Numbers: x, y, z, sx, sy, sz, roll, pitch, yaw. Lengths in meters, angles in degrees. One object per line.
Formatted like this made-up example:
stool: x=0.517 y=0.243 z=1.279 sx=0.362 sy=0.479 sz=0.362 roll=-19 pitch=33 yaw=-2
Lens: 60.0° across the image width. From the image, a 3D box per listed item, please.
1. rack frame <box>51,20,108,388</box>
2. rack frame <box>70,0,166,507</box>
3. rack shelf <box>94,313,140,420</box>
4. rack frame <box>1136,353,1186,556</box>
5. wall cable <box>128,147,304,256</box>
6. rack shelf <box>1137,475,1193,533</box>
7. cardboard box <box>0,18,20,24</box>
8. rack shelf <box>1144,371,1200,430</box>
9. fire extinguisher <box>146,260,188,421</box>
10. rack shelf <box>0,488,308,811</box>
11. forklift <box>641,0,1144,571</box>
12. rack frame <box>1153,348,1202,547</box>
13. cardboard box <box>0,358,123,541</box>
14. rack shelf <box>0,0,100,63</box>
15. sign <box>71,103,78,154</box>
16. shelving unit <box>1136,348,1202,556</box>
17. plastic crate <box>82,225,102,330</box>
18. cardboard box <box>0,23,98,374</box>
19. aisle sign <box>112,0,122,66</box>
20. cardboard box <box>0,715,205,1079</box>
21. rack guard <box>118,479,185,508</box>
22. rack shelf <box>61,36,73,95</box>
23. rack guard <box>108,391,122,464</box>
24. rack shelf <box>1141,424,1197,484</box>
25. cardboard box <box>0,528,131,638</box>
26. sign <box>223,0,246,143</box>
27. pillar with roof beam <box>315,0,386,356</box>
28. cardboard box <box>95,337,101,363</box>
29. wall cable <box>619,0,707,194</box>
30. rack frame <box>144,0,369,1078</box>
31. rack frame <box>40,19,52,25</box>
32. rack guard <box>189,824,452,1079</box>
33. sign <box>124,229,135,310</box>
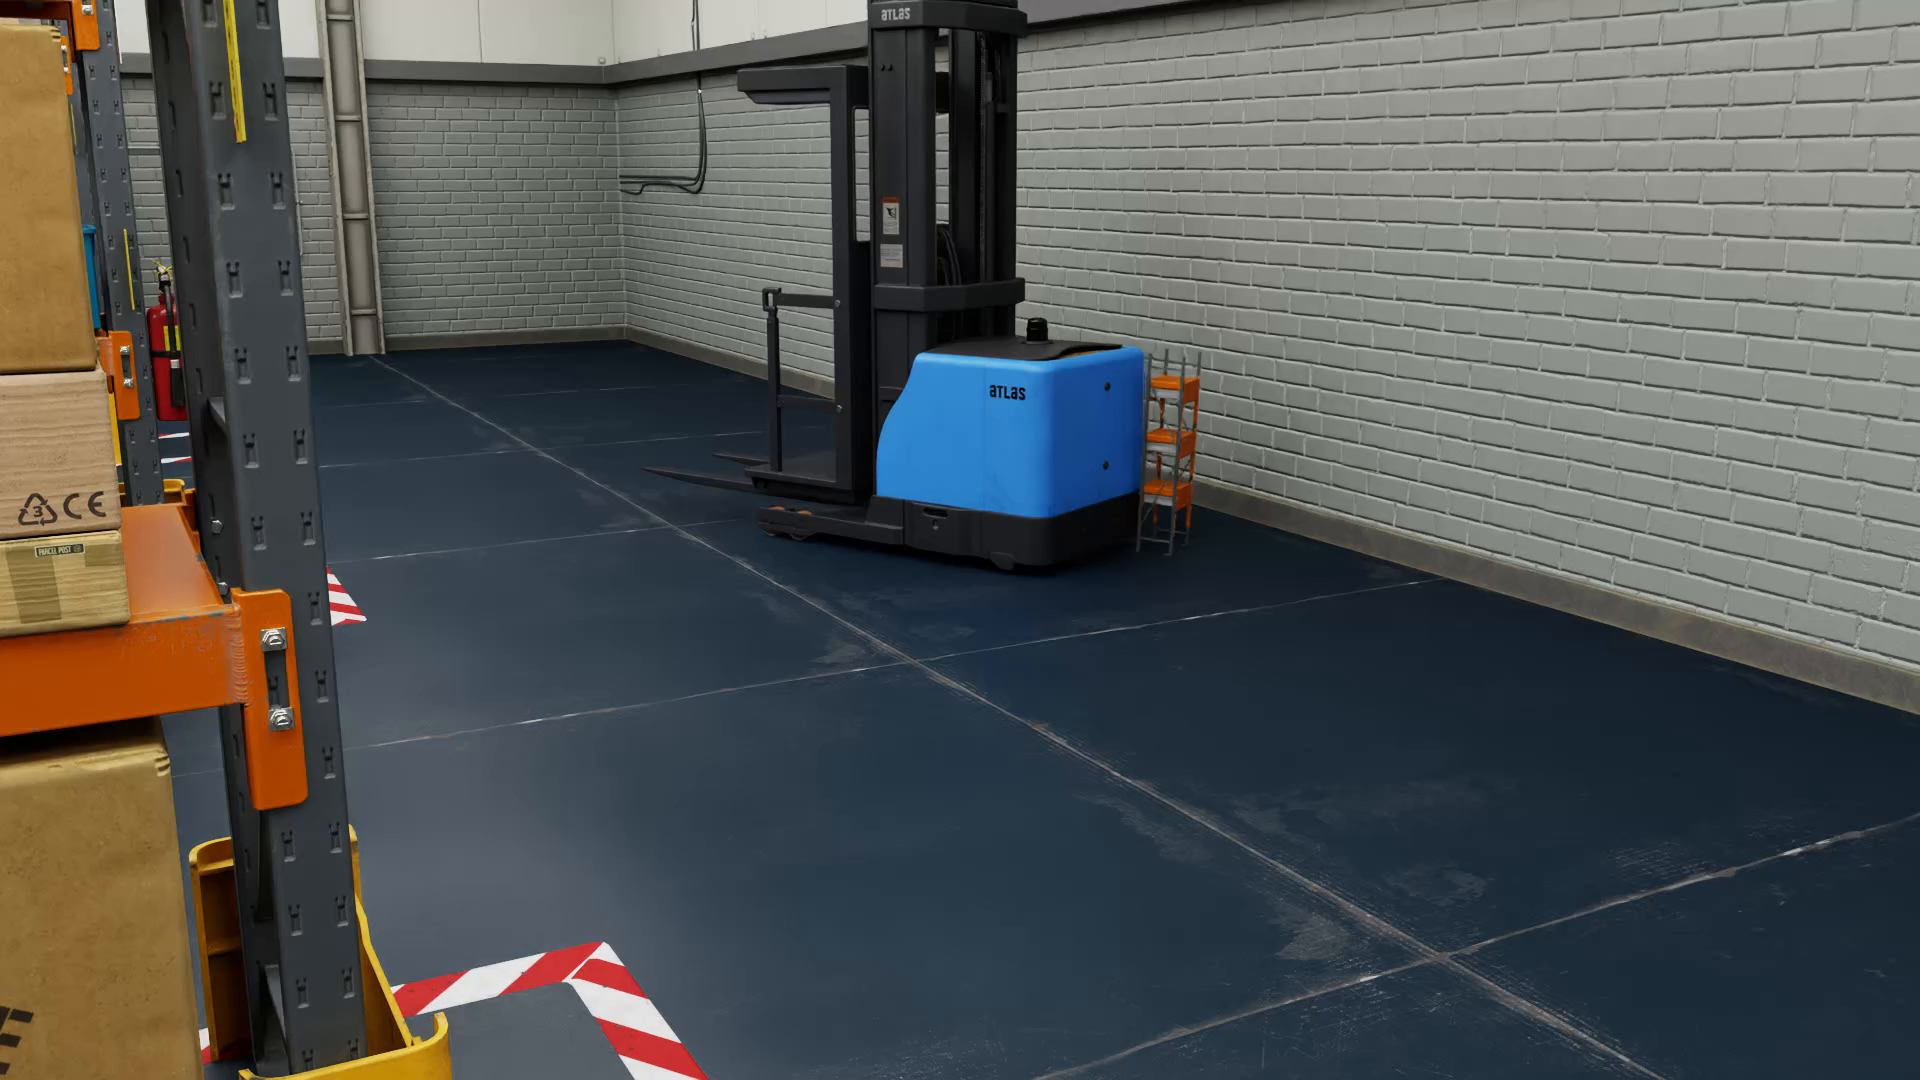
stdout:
rack frame: x=-6.084 y=-2.098 z=11.600 sx=0.127 sy=3.000 sz=1.000 roll=-7 pitch=14 yaw=-28
rack frame: x=-3.714 y=-1.143 z=7.356 sx=0.127 sy=3.000 sz=1.000 roll=-7 pitch=14 yaw=-28
rack shelf: x=-5.469 y=-0.582 z=6.500 sx=4.000 sy=0.370 sz=1.077 roll=-7 pitch=14 yaw=-28
rack frame: x=1.044 y=-0.440 z=8.654 sx=0.200 sy=1.050 sz=0.008 roll=9 pitch=16 yaw=26
wall cable: x=-7.790 y=-3.865 z=17.137 sx=1.851 sy=1.984 sz=0.084 roll=-7 pitch=14 yaw=-28
rack shelf: x=1.090 y=-0.185 z=8.830 sx=0.215 sy=0.259 sz=0.240 roll=9 pitch=16 yaw=26
cardboard box: x=-6.408 y=-3.383 z=10.821 sx=0.500 sy=0.250 sz=0.500 roll=-7 pitch=14 yaw=-28
rack shelf: x=1.110 y=-0.730 z=8.694 sx=0.215 sy=0.259 sz=0.240 roll=9 pitch=16 yaw=26
fire extinguisher: x=-3.363 y=-0.852 z=7.087 sx=0.183 sy=0.674 sz=0.296 roll=-7 pitch=14 yaw=-28
rack shelf: x=-3.096 y=0.373 z=2.259 sx=4.000 sy=0.370 sz=1.077 roll=-7 pitch=14 yaw=-28
forklift: x=-0.504 y=-1.511 z=9.146 sx=3.031 sy=2.935 sz=1.130 roll=9 pitch=16 yaw=35
rack frame: x=1.156 y=-0.489 z=8.866 sx=0.200 sy=1.050 sz=0.008 roll=9 pitch=16 yaw=26
cardboard box: x=-1.639 y=-0.158 z=2.645 sx=0.500 sy=0.250 sz=0.500 roll=-7 pitch=15 yaw=-29
rack shelf: x=-5.469 y=-2.045 z=6.171 sx=4.000 sy=0.370 sz=1.077 roll=-7 pitch=14 yaw=-28
sign: x=-5.835 y=-2.708 z=10.953 sx=0.005 sy=0.325 sz=0.100 roll=-7 pitch=14 yaw=-28
shelving unit: x=1.100 y=-0.465 z=8.760 sx=0.215 sy=1.050 sz=0.252 roll=9 pitch=16 yaw=26
plastic crate: x=-3.918 y=-1.118 z=7.029 sx=0.499 sy=0.435 sz=0.616 roll=-7 pitch=14 yaw=-28
cardboard box: x=-1.642 y=-0.524 z=2.564 sx=0.500 sy=0.500 sz=0.500 roll=-7 pitch=14 yaw=-27
aisle sign: x=-3.510 y=-2.362 z=6.854 sx=0.004 sy=0.787 sz=0.394 roll=-7 pitch=14 yaw=-28
cardboard box: x=-1.864 y=0.726 z=2.935 sx=0.875 sy=0.875 sz=0.875 roll=-7 pitch=14 yaw=-28
rack guard: x=-3.699 y=0.071 z=7.653 sx=0.348 sy=0.500 sz=1.175 roll=-7 pitch=14 yaw=-28
rack shelf: x=-7.839 y=-3.000 z=10.415 sx=4.000 sy=0.370 sz=1.077 roll=-7 pitch=14 yaw=-28
rack guard: x=-6.150 y=-0.871 z=11.839 sx=0.348 sy=0.500 sz=1.175 roll=-7 pitch=14 yaw=-28
rack shelf: x=1.100 y=-0.454 z=8.763 sx=0.215 sy=0.259 sz=0.240 roll=9 pitch=16 yaw=26
cardboard box: x=-1.495 y=0.035 z=2.694 sx=0.250 sy=0.149 sz=0.380 roll=-7 pitch=14 yaw=-27
sign: x=-1.093 y=-0.763 z=2.491 sx=0.005 sy=0.325 sz=0.100 roll=-7 pitch=14 yaw=-28
pillar with roof beam: x=-4.442 y=-5.600 z=13.498 sx=0.400 sy=9.000 sz=9.100 roll=-7 pitch=14 yaw=-28
cardboard box: x=-1.891 y=-0.262 z=3.106 sx=0.500 sy=0.250 sz=0.500 roll=-7 pitch=15 yaw=-29
wall cable: x=-3.325 y=-4.990 z=17.860 sx=0.112 sy=2.526 sz=3.097 roll=-7 pitch=14 yaw=-28
rack frame: x=-1.340 y=-0.189 z=3.115 sx=0.127 sy=3.000 sz=1.000 roll=-7 pitch=14 yaw=-28
rack frame: x=-8.460 y=-5.979 z=15.181 sx=0.127 sy=3.000 sz=1.000 roll=-7 pitch=14 yaw=-28
rack guard: x=-1.319 y=1.028 z=3.401 sx=0.348 sy=0.500 sz=1.175 roll=-7 pitch=14 yaw=-28
sign: x=-3.436 y=-1.118 z=6.875 sx=0.005 sy=0.325 sz=0.100 roll=-7 pitch=14 yaw=-28
